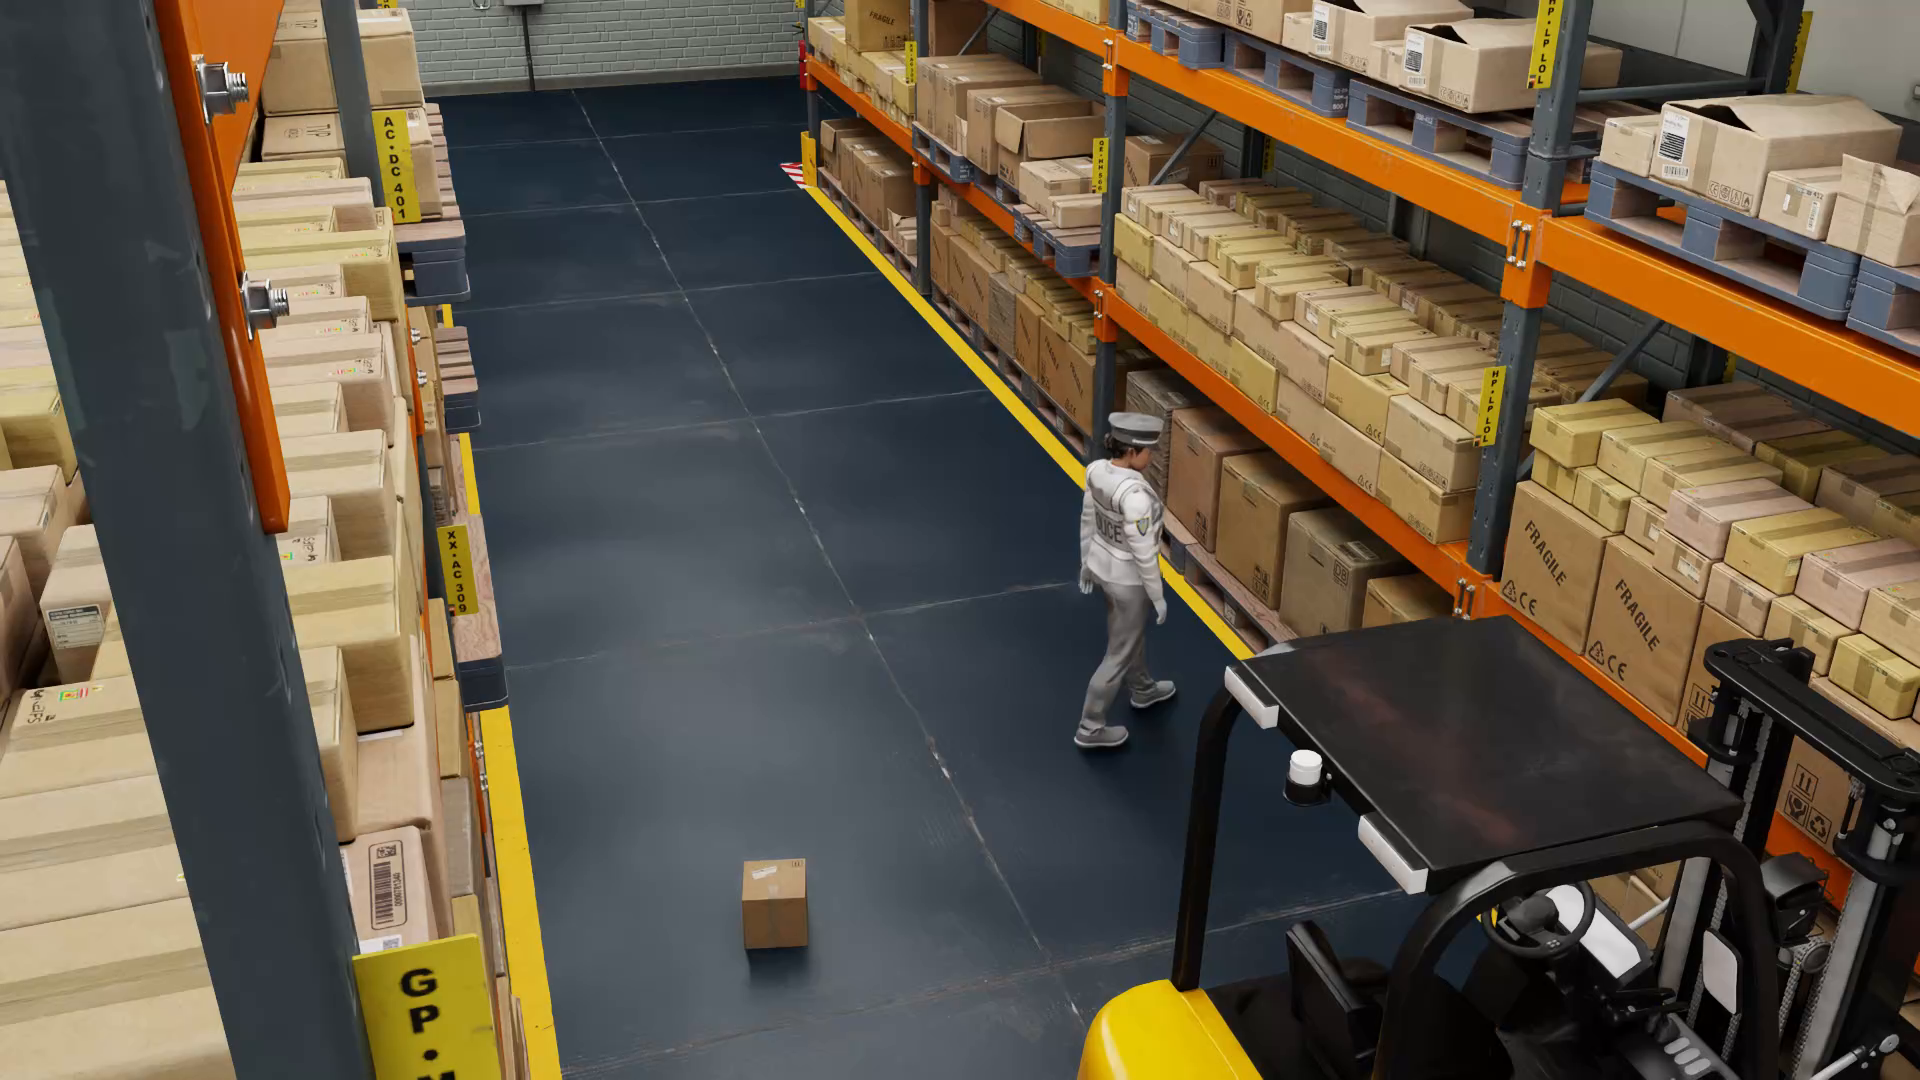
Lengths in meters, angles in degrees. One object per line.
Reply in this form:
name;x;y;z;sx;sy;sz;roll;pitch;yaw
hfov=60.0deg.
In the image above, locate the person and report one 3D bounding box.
person;0.839;0.169;7.744;0.708;1.647;0.520;-12;29;-22
